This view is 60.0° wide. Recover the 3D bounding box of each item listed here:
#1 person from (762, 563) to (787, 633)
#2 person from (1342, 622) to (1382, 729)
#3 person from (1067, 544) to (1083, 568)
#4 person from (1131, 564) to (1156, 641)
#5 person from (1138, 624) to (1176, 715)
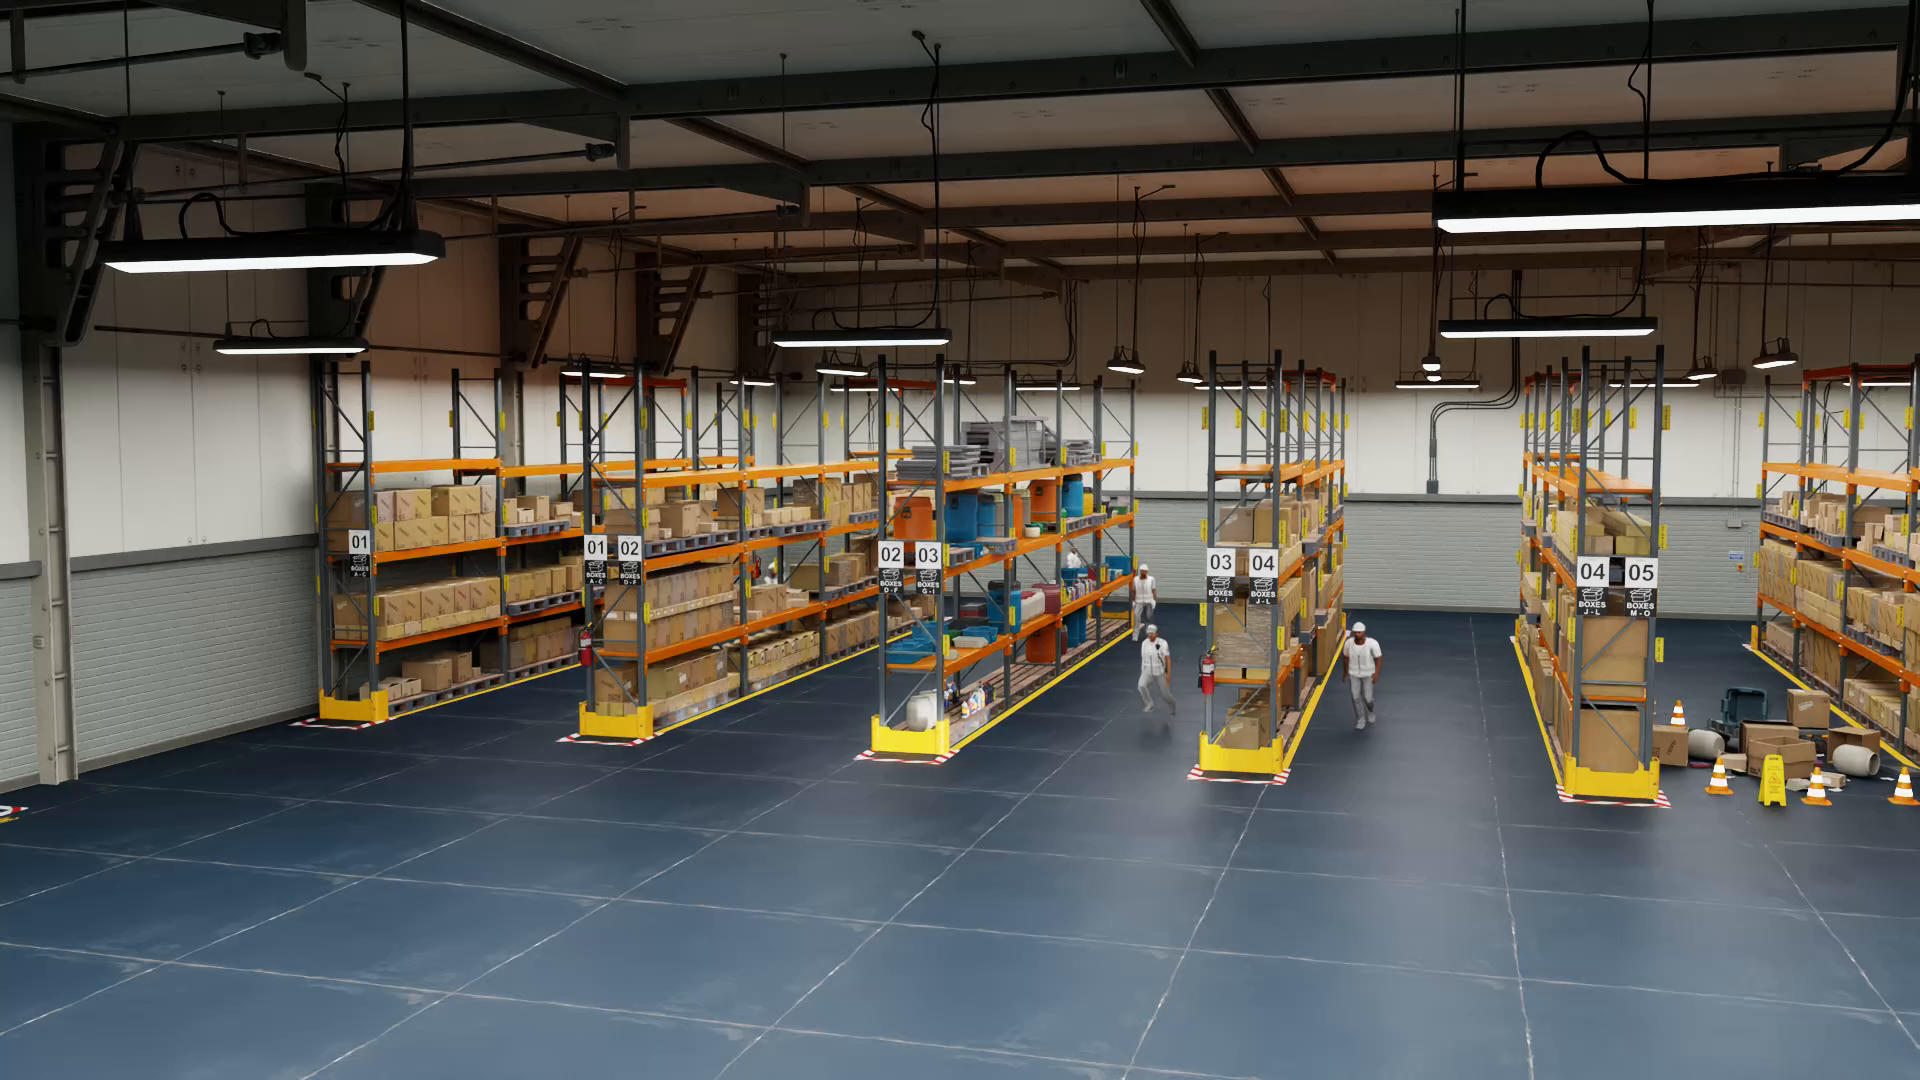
[{"bbox_3d":[-4.326,1.386,38.424,0.612,1.715,1.074,1,4,19],"label":"person"},{"bbox_3d":[6.581,2.195,27.185,0.636,1.740,0.674,2,5,26],"label":"person"},{"bbox_3d":[3.056,0.926,45.077,0.502,1.676,0.442,3,5,34],"label":"person"},{"bbox_3d":[4.175,1.410,37.831,0.577,1.711,1.087,1,4,11],"label":"person"},{"bbox_3d":[3.211,2.131,27.139,0.504,1.541,0.919,2,4,25],"label":"person"}]
